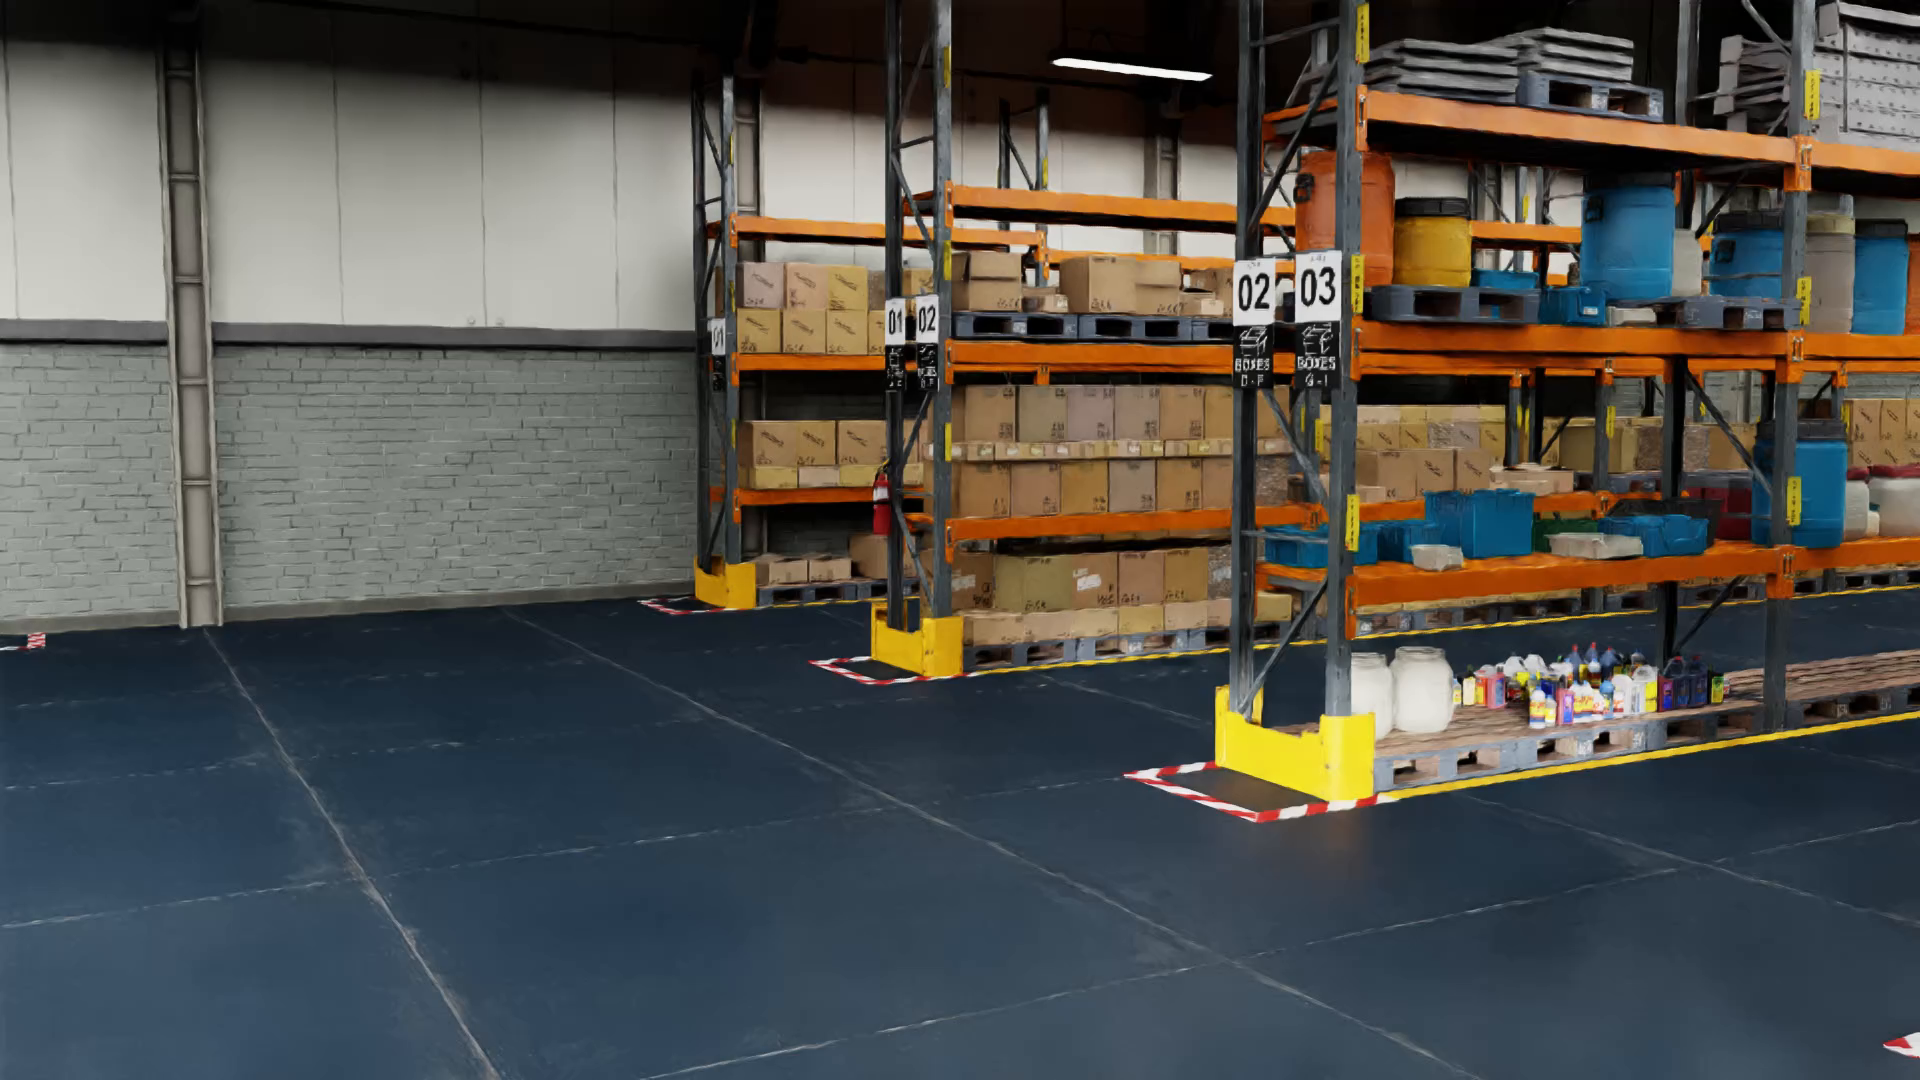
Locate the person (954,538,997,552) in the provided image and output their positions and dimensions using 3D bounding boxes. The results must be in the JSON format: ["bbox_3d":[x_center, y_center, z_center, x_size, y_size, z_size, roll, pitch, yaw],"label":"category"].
[{"bbox_3d":[0.087,-0.053,18.101,0.646,1.667,0.570,-2,6,-23],"label":"person"}]
